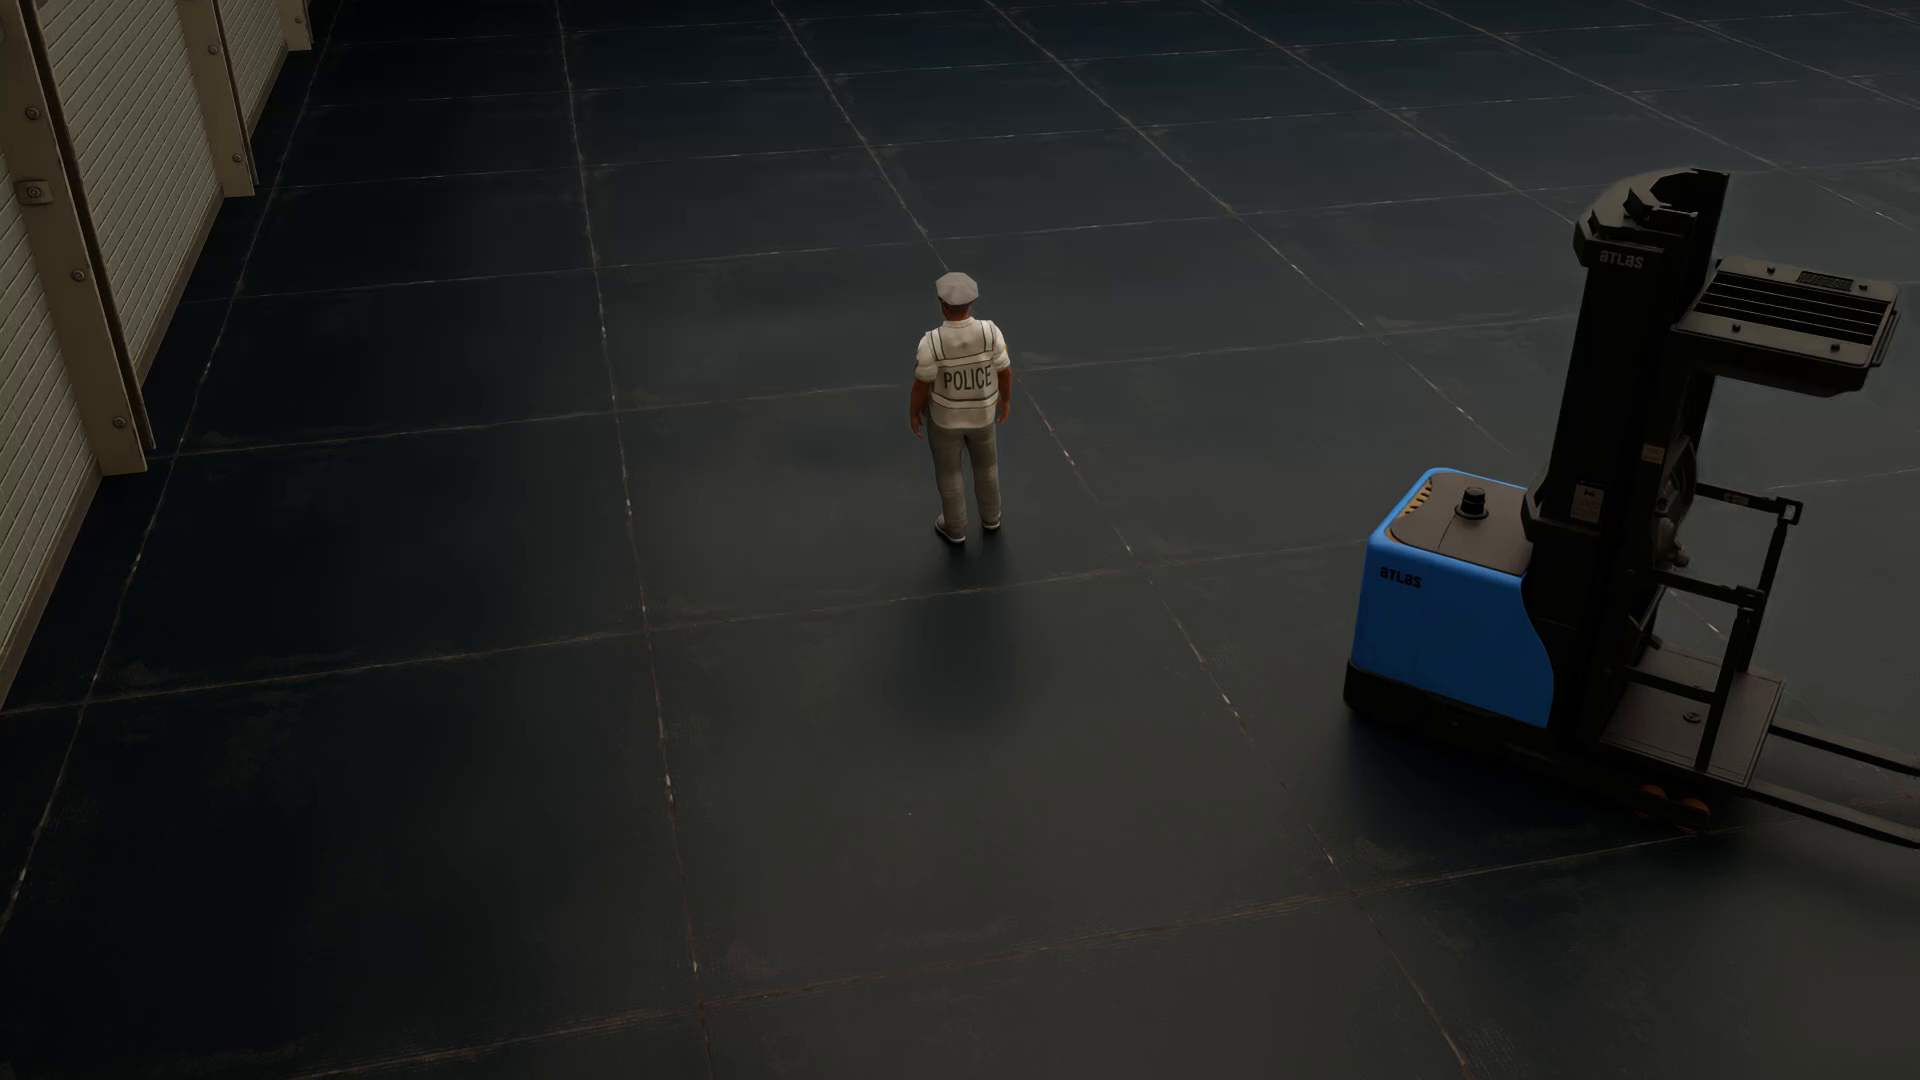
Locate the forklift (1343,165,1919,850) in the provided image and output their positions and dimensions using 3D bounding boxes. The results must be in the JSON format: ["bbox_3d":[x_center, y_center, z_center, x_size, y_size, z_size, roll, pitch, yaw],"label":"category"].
[{"bbox_3d":[3.568,-0.155,7.842,3.031,2.935,1.130,18,35,28],"label":"forklift"}]

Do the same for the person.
[{"bbox_3d":[-0.007,-0.817,10.118,0.641,1.780,0.574,-7,31,-12],"label":"person"}]
